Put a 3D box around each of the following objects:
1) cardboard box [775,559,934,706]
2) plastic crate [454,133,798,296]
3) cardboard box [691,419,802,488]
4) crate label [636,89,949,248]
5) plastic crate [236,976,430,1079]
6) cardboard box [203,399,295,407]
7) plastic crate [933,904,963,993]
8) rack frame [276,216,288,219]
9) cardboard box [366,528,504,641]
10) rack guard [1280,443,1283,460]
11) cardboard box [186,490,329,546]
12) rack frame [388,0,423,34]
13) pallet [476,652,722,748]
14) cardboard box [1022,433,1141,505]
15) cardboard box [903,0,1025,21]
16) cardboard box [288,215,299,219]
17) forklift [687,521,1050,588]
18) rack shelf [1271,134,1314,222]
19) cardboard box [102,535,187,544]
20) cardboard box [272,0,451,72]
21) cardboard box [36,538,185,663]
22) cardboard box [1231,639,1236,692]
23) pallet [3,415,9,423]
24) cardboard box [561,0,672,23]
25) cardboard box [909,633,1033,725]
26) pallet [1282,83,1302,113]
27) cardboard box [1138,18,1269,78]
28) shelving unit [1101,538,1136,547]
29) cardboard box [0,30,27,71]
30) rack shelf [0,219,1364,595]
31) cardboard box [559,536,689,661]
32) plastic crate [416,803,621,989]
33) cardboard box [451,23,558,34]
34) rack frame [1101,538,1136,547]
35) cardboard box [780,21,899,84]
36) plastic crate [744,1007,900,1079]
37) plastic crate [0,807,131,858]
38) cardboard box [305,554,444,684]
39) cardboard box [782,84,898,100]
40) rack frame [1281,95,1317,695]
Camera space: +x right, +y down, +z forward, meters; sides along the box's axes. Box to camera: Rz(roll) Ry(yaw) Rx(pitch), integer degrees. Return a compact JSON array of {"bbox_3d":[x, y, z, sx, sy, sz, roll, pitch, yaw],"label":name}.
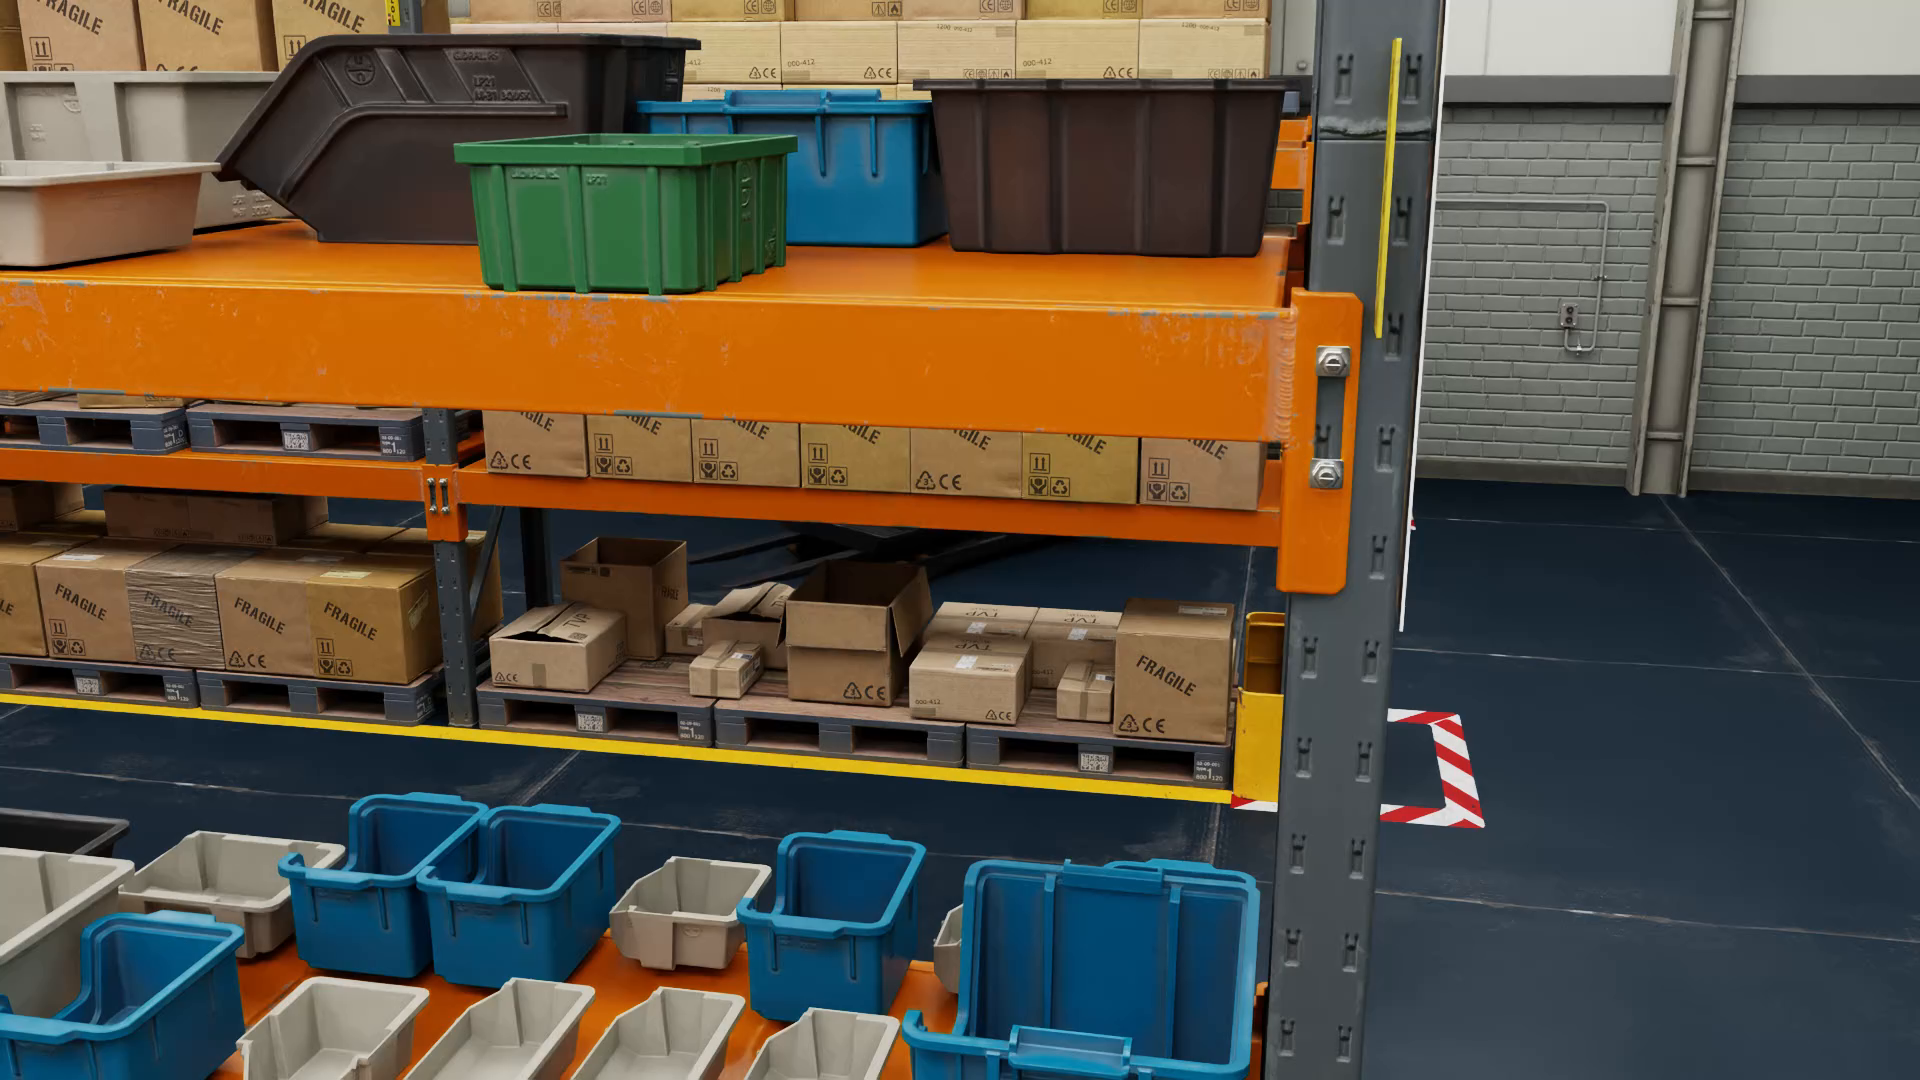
[{"bbox_3d":[-0.511,0.436,8.150,0.637,0.503,0.797,3,16,11],"label":"cardboard box"},{"bbox_3d":[-0.448,-0.466,2.334,0.336,0.188,0.450,3,16,11],"label":"plastic crate"},{"bbox_3d":[-0.916,-0.550,7.670,0.500,0.500,0.500,3,16,11],"label":"cardboard box"},{"bbox_3d":[-0.264,-0.653,2.888,0.502,0.251,0.408,3,16,11],"label":"crate label"},{"bbox_3d":[-1.112,0.919,2.938,0.250,0.136,0.298,3,16,11],"label":"plastic crate"},{"bbox_3d":[-3.459,-1.008,8.537,0.500,0.500,0.700,6,16,20],"label":"cardboard box"},{"bbox_3d":[0.102,0.815,3.312,0.298,0.136,0.250,3,16,11],"label":"plastic crate"},{"bbox_3d":[-5.289,-2.162,13.679,0.127,3.000,1.000,3,16,11],"label":"rack frame"},{"bbox_3d":[-2.779,0.250,8.830,0.500,0.500,0.500,2,16,9],"label":"cardboard box"},{"bbox_3d":[2.574,-0.531,12.472,0.348,0.500,1.175,3,16,11],"label":"rack guard"},{"bbox_3d":[-3.759,-0.165,8.922,0.500,0.250,0.500,3,16,11],"label":"cardboard box"},{"bbox_3d":[-2.353,-3.545,7.431,0.127,3.000,1.000,3,16,11],"label":"rack frame"},{"bbox_3d":[-1.680,0.727,8.471,1.213,0.211,1.003,3,16,11],"label":"pallet"},{"bbox_3d":[0.564,-0.468,7.376,0.500,0.500,0.500,3,16,12],"label":"cardboard box"},{"bbox_3d":[0.076,-2.487,7.170,0.500,0.500,0.700,3,16,11],"label":"cardboard box"},{"bbox_3d":[-5.752,-2.445,13.688,0.500,0.500,0.700,1,16,5],"label":"cardboard box"},{"bbox_3d":[-0.513,-1.272,10.594,1.130,2.935,3.031,15,21,42],"label":"forklift"},{"bbox_3d":[-0.393,-1.646,7.543,4.000,0.370,1.077,3,16,11],"label":"rack shelf"},{"bbox_3d":[-4.287,0.169,9.122,0.500,0.500,0.500,3,16,9],"label":"cardboard box"},{"bbox_3d":[-2.832,-2.444,7.915,0.600,0.600,0.600,2,16,6],"label":"cardboard box"},{"bbox_3d":[-4.367,0.306,8.626,0.500,0.500,0.500,3,16,9],"label":"cardboard box"},{"bbox_3d":[1.225,0.609,8.190,0.250,0.149,0.380,3,16,11],"label":"cardboard box"},{"bbox_3d":[-5.595,-0.756,8.962,1.003,0.211,1.213,3,16,11],"label":"pallet"},{"bbox_3d":[-1.407,-2.549,7.397,0.500,0.500,0.700,3,16,11],"label":"cardboard box"},{"bbox_3d":[0.060,0.650,7.855,0.500,0.250,0.500,3,16,11],"label":"cardboard box"},{"bbox_3d":[1.821,-3.176,11.887,1.213,0.211,1.003,3,16,11],"label":"pallet"},{"bbox_3d":[1.012,-2.015,6.874,0.500,0.250,0.500,3,16,11],"label":"cardboard box"},{"bbox_3d":[1.078,-0.535,11.146,0.258,1.200,0.189,2,26,6],"label":"shelving unit"},{"bbox_3d":[-4.829,-2.291,8.336,0.500,0.500,0.910,3,16,11],"label":"cardboard box"},{"bbox_3d":[-1.384,-0.350,2.866,4.000,0.370,1.077,3,16,11],"label":"rack shelf"},{"bbox_3d":[-1.738,0.295,8.665,0.500,0.500,0.500,3,16,11],"label":"cardboard box"},{"bbox_3d":[-0.891,0.737,3.412,0.300,0.233,0.416,3,16,11],"label":"plastic crate"},{"bbox_3d":[-1.926,-2.177,7.457,0.500,0.250,0.500,3,16,11],"label":"cardboard box"},{"bbox_3d":[1.068,-0.496,11.064,0.240,1.200,0.006,2,26,6],"label":"rack frame"},{"bbox_3d":[-0.458,-2.094,7.160,0.500,0.250,0.500,3,16,11],"label":"cardboard box"},{"bbox_3d":[-0.259,0.957,2.799,0.243,0.136,0.396,3,16,11],"label":"plastic crate"},{"bbox_3d":[-2.194,0.735,3.622,0.590,0.125,0.437,3,16,11],"label":"plastic crate"},{"bbox_3d":[-2.894,0.388,8.331,0.500,0.500,0.500,3,16,11],"label":"cardboard box"},{"bbox_3d":[-0.456,-1.856,7.234,0.500,0.250,0.500,3,16,11],"label":"cardboard box"},{"bbox_3d":[1.567,-0.441,7.464,0.127,3.000,1.000,3,16,11],"label":"rack frame"}]
